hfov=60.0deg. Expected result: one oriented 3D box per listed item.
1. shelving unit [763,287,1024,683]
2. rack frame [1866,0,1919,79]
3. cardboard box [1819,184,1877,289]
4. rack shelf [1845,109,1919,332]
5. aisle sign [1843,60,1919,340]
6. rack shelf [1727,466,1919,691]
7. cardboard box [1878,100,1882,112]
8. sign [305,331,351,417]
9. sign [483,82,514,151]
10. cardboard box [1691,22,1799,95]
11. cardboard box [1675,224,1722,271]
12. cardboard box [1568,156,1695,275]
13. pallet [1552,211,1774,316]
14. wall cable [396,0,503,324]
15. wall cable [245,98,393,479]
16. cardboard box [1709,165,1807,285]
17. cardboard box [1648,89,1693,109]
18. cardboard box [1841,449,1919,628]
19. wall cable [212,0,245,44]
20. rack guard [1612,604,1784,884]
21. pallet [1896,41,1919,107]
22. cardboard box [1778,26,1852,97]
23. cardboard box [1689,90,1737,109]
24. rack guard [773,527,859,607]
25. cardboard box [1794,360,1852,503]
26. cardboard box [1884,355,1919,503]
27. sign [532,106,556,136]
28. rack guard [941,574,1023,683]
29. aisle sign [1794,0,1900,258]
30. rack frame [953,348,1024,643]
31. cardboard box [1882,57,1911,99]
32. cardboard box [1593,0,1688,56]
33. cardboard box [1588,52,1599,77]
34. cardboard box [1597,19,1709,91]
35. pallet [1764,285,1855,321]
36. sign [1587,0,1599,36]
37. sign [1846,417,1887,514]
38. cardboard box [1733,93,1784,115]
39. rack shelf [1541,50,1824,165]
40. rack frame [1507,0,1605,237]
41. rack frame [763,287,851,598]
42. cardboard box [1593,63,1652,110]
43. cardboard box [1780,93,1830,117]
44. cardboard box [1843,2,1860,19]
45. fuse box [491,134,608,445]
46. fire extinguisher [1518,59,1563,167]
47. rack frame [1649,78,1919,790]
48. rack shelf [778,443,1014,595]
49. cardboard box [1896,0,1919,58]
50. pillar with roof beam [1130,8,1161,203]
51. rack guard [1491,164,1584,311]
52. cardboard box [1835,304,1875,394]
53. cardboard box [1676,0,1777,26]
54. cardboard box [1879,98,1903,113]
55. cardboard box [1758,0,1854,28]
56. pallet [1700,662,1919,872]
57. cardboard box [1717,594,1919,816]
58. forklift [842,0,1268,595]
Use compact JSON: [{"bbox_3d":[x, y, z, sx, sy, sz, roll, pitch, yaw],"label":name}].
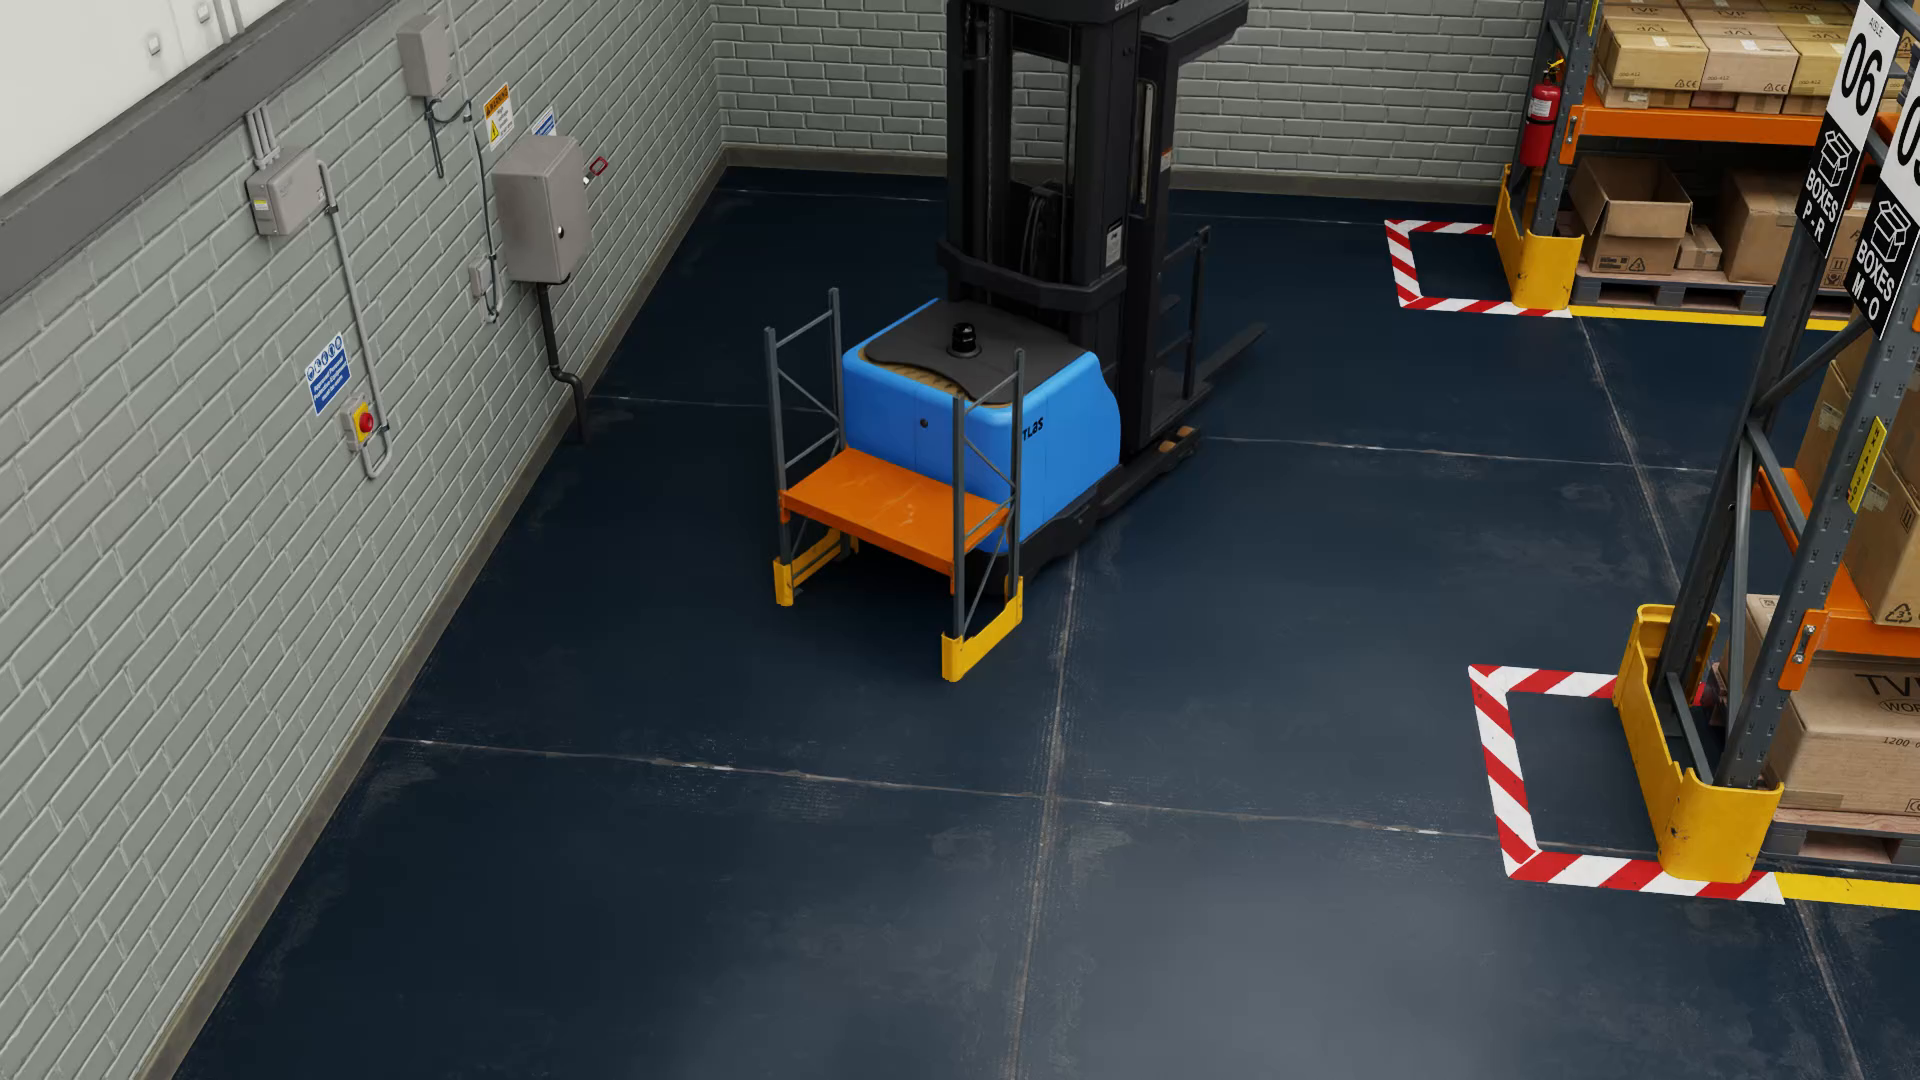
[{"bbox_3d":[-0.302,-0.265,7.687,1.083,1.500,0.587,22,41,28],"label":"shelving unit"},{"bbox_3d":[3.105,-2.625,4.539,0.127,3.000,1.000,4,36,6],"label":"rack frame"},{"bbox_3d":[5.683,-1.915,10.499,0.500,0.500,0.500,5,36,7],"label":"cardboard box"},{"bbox_3d":[5.089,-0.964,5.412,4.000,0.370,1.077,4,36,6],"label":"rack shelf"},{"bbox_3d":[2.997,-1.080,5.300,0.004,0.787,0.394,4,36,6],"label":"aisle sign"},{"bbox_3d":[5.089,0.257,6.284,4.000,0.370,1.077,4,36,6],"label":"rack shelf"},{"bbox_3d":[5.296,-2.635,9.934,0.250,0.149,0.380,3,36,5],"label":"cardboard box"},{"bbox_3d":[-2.558,-0.674,6.737,0.001,0.218,0.327,4,36,6],"label":"sign"},{"bbox_3d":[-2.291,-2.107,8.266,0.001,0.242,0.339,4,36,6],"label":"sign"},{"bbox_3d":[4.649,-2.878,9.930,0.500,0.250,0.500,5,36,6],"label":"cardboard box"},{"bbox_3d":[4.745,-1.901,10.781,0.250,0.149,0.380,3,36,4],"label":"cardboard box"},{"bbox_3d":[4.328,-2.099,10.753,0.637,0.503,0.797,3,36,4],"label":"cardboard box"},{"bbox_3d":[4.600,-1.845,11.010,1.213,0.211,1.003,4,36,6],"label":"pallet"},{"bbox_3d":[-2.322,-1.819,7.699,0.122,1.984,0.588,4,36,6],"label":"wall cable"},{"bbox_3d":[-2.491,-1.014,6.544,0.123,1.953,0.585,4,36,6],"label":"wall cable"},{"bbox_3d":[5.171,-2.012,10.634,0.500,0.500,0.700,6,36,8],"label":"cardboard box"},{"bbox_3d":[4.283,-2.767,10.118,0.250,0.149,0.380,5,36,7],"label":"cardboard box"},{"bbox_3d":[3.545,-0.023,5.972,0.500,0.500,0.500,4,36,6],"label":"cardboard box"},{"bbox_3d":[-2.573,-2.884,4.902,0.029,3.000,0.463,4,36,6],"label":"wall cable"},{"bbox_3d":[3.081,0.832,7.011,0.348,0.500,1.175,4,36,6],"label":"rack guard"},{"bbox_3d":[3.842,-1.320,5.368,1.213,0.211,1.003,4,36,6],"label":"pallet"},{"bbox_3d":[5.153,-2.842,9.881,0.500,0.250,0.500,4,36,5],"label":"cardboard box"},{"bbox_3d":[4.548,-2.768,10.119,0.250,0.149,0.380,4,36,5],"label":"cardboard box"},{"bbox_3d":[-0.711,0.079,8.281,0.087,0.250,0.587,22,41,28],"label":"rack guard"},{"bbox_3d":[3.617,-0.341,6.417,0.500,0.500,0.500,4,36,6],"label":"cardboard box"},{"bbox_3d":[3.545,-0.432,5.683,0.500,0.500,0.500,4,36,5],"label":"cardboard box"},{"bbox_3d":[-2.221,-2.048,8.976,0.001,0.494,0.329,4,36,6],"label":"sign"},{"bbox_3d":[0.108,0.409,7.819,0.087,0.250,0.587,22,41,28],"label":"rack guard"},{"bbox_3d":[3.073,-1.426,5.785,0.004,0.787,0.394,4,36,6],"label":"aisle sign"},{"bbox_3d":[0.124,-0.094,7.447,0.032,1.500,0.500,22,41,28],"label":"rack frame"},{"bbox_3d":[5.662,-2.817,9.845,0.500,0.250,0.500,3,36,5],"label":"cardboard box"},{"bbox_3d":[4.224,-3.223,10.414,0.500,0.250,0.500,5,36,7],"label":"cardboard box"},{"bbox_3d":[4.096,-3.072,10.545,0.250,0.149,0.380,4,36,5],"label":"cardboard box"},{"bbox_3d":[4.149,-2.915,9.982,0.500,0.250,0.500,4,36,6],"label":"cardboard box"},{"bbox_3d":[5.806,-1.753,10.882,1.213,0.211,1.003,4,36,6],"label":"pallet"},{"bbox_3d":[3.665,-3.084,9.600,0.005,0.325,0.100,4,36,6],"label":"sign"},{"bbox_3d":[3.028,-0.249,5.560,0.005,0.325,0.100,4,36,6],"label":"sign"},{"bbox_3d":[4.791,-2.714,10.043,0.250,0.149,0.380,5,36,7],"label":"cardboard box"},{"bbox_3d":[5.717,-2.603,10.292,4.000,0.370,1.077,4,36,6],"label":"rack shelf"},{"bbox_3d":[3.734,-3.044,10.290,0.127,3.000,1.000,4,36,6],"label":"rack frame"},{"bbox_3d":[-0.712,-0.430,7.918,0.032,1.500,0.500,22,41,28],"label":"rack frame"},{"bbox_3d":[4.025,-2.759,10.107,0.250,0.149,0.380,4,36,6],"label":"cardboard box"},{"bbox_3d":[5.055,-2.697,10.020,0.250,0.149,0.380,5,36,7],"label":"cardboard box"},{"bbox_3d":[5.744,-3.106,10.250,0.500,0.250,0.500,4,36,6],"label":"cardboard box"},{"bbox_3d":[-2.079,-1.262,8.903,0.414,1.711,0.539,4,36,6],"label":"fuse box"},{"bbox_3d":[3.529,-2.605,10.063,0.183,0.674,0.296,4,36,6],"label":"fire extinguisher"},{"bbox_3d":[3.105,-0.184,6.282,0.127,3.000,1.000,4,36,6],"label":"rack frame"},{"bbox_3d":[-0.294,-0.115,7.787,1.000,0.185,0.538,22,41,28],"label":"rack shelf"},{"bbox_3d":[5.637,-3.110,9.609,0.500,0.500,0.500,5,36,7],"label":"cardboard box"},{"bbox_3d":[0.626,-3.724,6.079,0.400,9.000,9.100,4,36,6],"label":"pillar with roof beam"},{"bbox_3d":[3.809,-2.021,11.008,0.348,0.500,1.175,4,36,6],"label":"rack guard"},{"bbox_3d":[3.614,-0.733,6.105,0.500,0.500,0.500,5,36,8],"label":"cardboard box"},{"bbox_3d":[4.735,-3.184,10.359,0.500,0.250,0.500,4,36,6],"label":"cardboard box"},{"bbox_3d":[5.560,-2.628,9.923,0.250,0.149,0.380,5,36,7],"label":"cardboard box"},{"bbox_3d":[5.225,-3.145,10.304,0.500,0.250,0.500,5,36,7],"label":"cardboard box"},{"bbox_3d":[3.908,0.966,7.073,1.213,0.211,1.003,4,36,6],"label":"pallet"},{"bbox_3d":[3.772,0.680,6.917,0.875,0.438,0.875,3,36,4],"label":"cardboard box"},{"bbox_3d":[0.689,-1.726,8.502,1.130,2.935,3.031,24,42,29],"label":"forklift"}]
